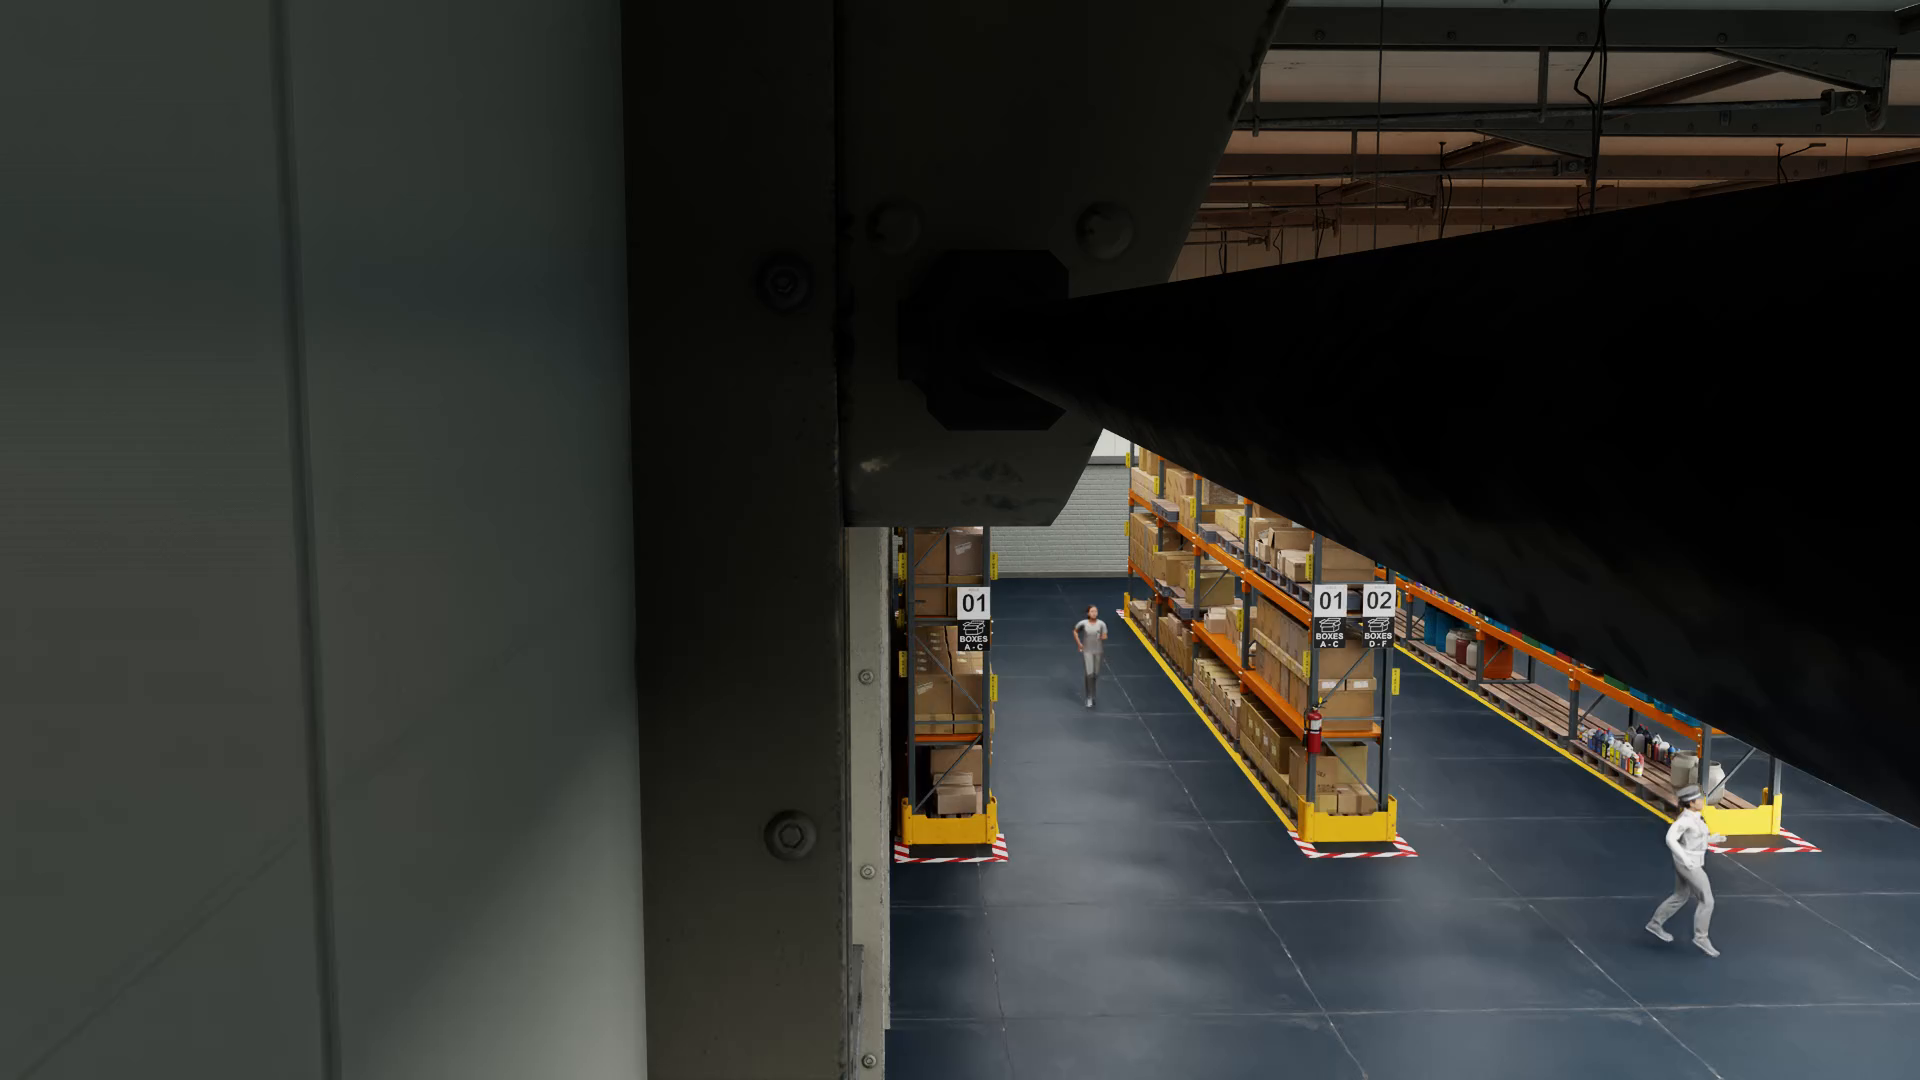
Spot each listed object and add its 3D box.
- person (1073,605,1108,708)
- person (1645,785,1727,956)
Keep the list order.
[{"bbox_3d":[2.212,1.936,27.941,0.548,1.726,0.709,-1,7,-10],"label":"person"},{"bbox_3d":[7.390,3.335,16.909,0.718,1.747,0.597,3,8,19],"label":"person"}]
